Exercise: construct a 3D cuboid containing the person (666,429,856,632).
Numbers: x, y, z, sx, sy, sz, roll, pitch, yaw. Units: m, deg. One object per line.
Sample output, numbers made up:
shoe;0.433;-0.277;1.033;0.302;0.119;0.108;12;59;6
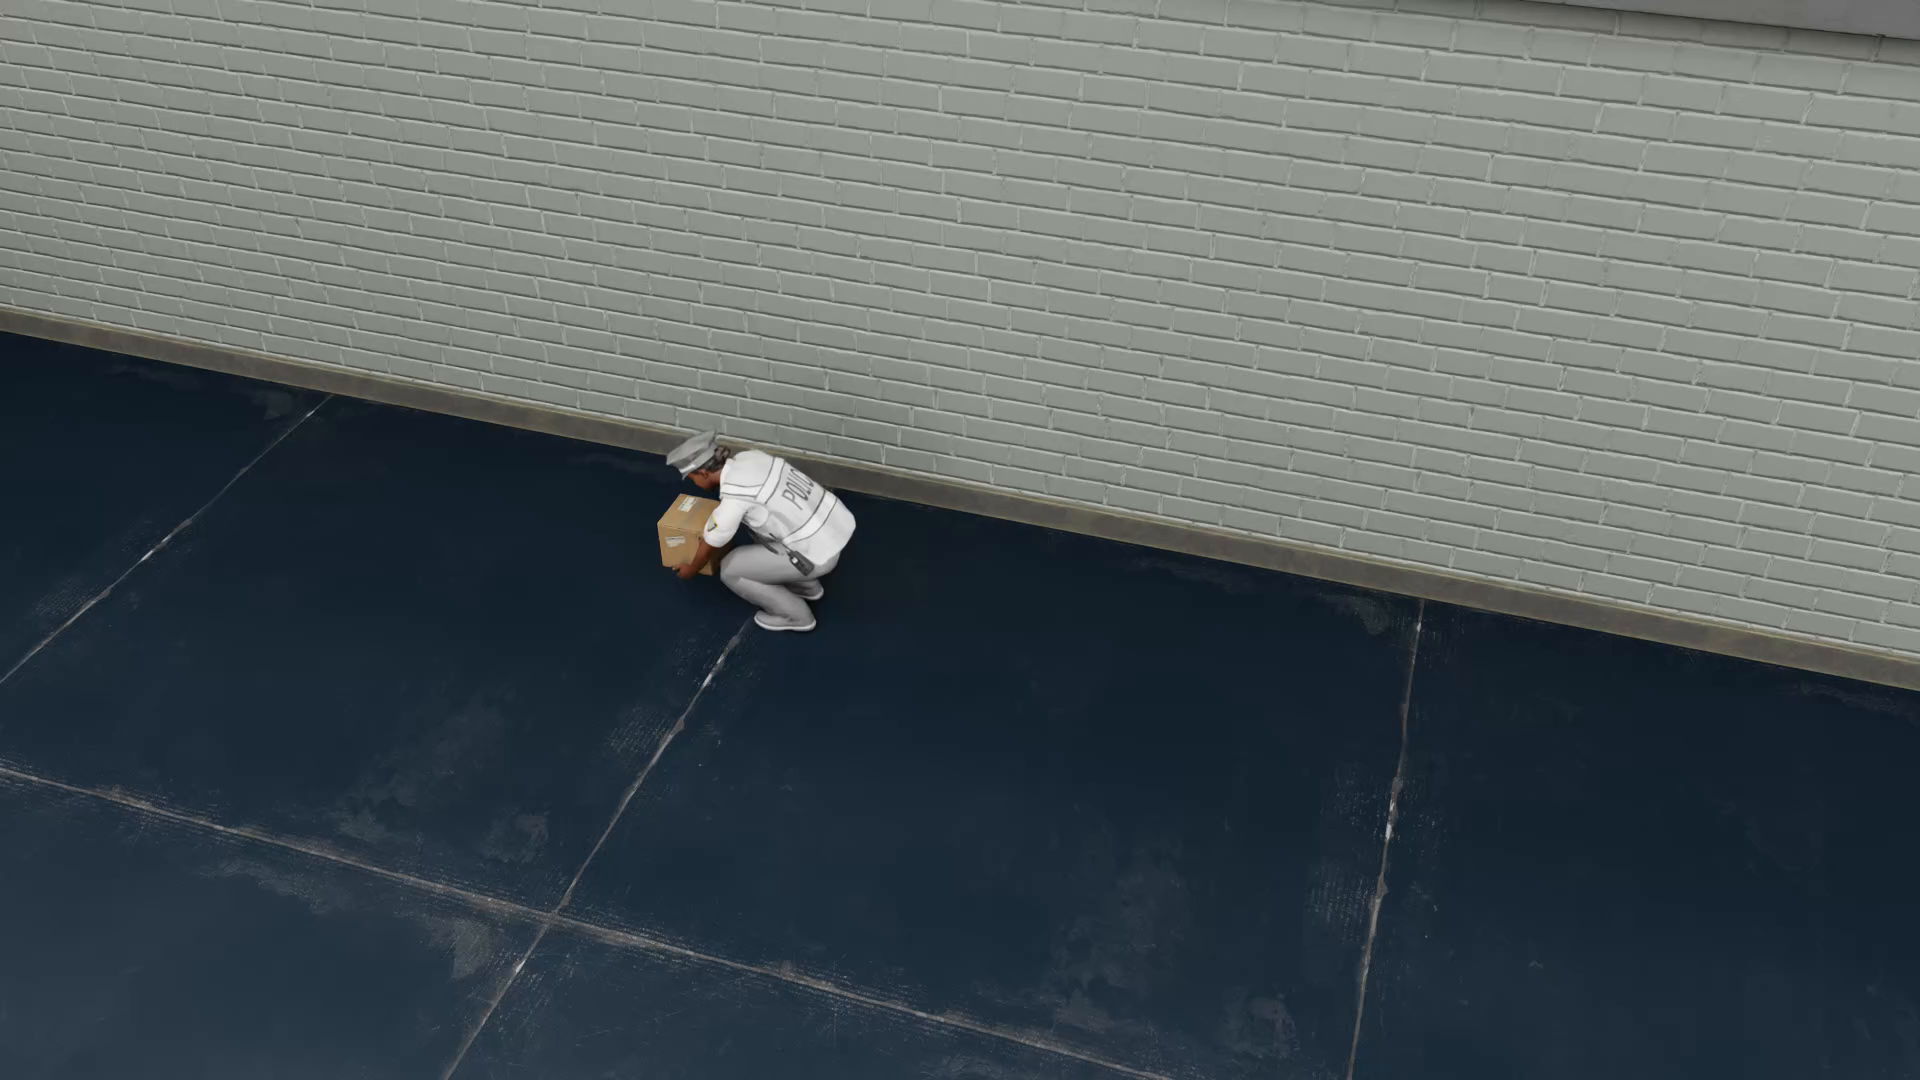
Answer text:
person;-0.905;-0.060;7.567;0.841;0.950;0.495;11;39;14
